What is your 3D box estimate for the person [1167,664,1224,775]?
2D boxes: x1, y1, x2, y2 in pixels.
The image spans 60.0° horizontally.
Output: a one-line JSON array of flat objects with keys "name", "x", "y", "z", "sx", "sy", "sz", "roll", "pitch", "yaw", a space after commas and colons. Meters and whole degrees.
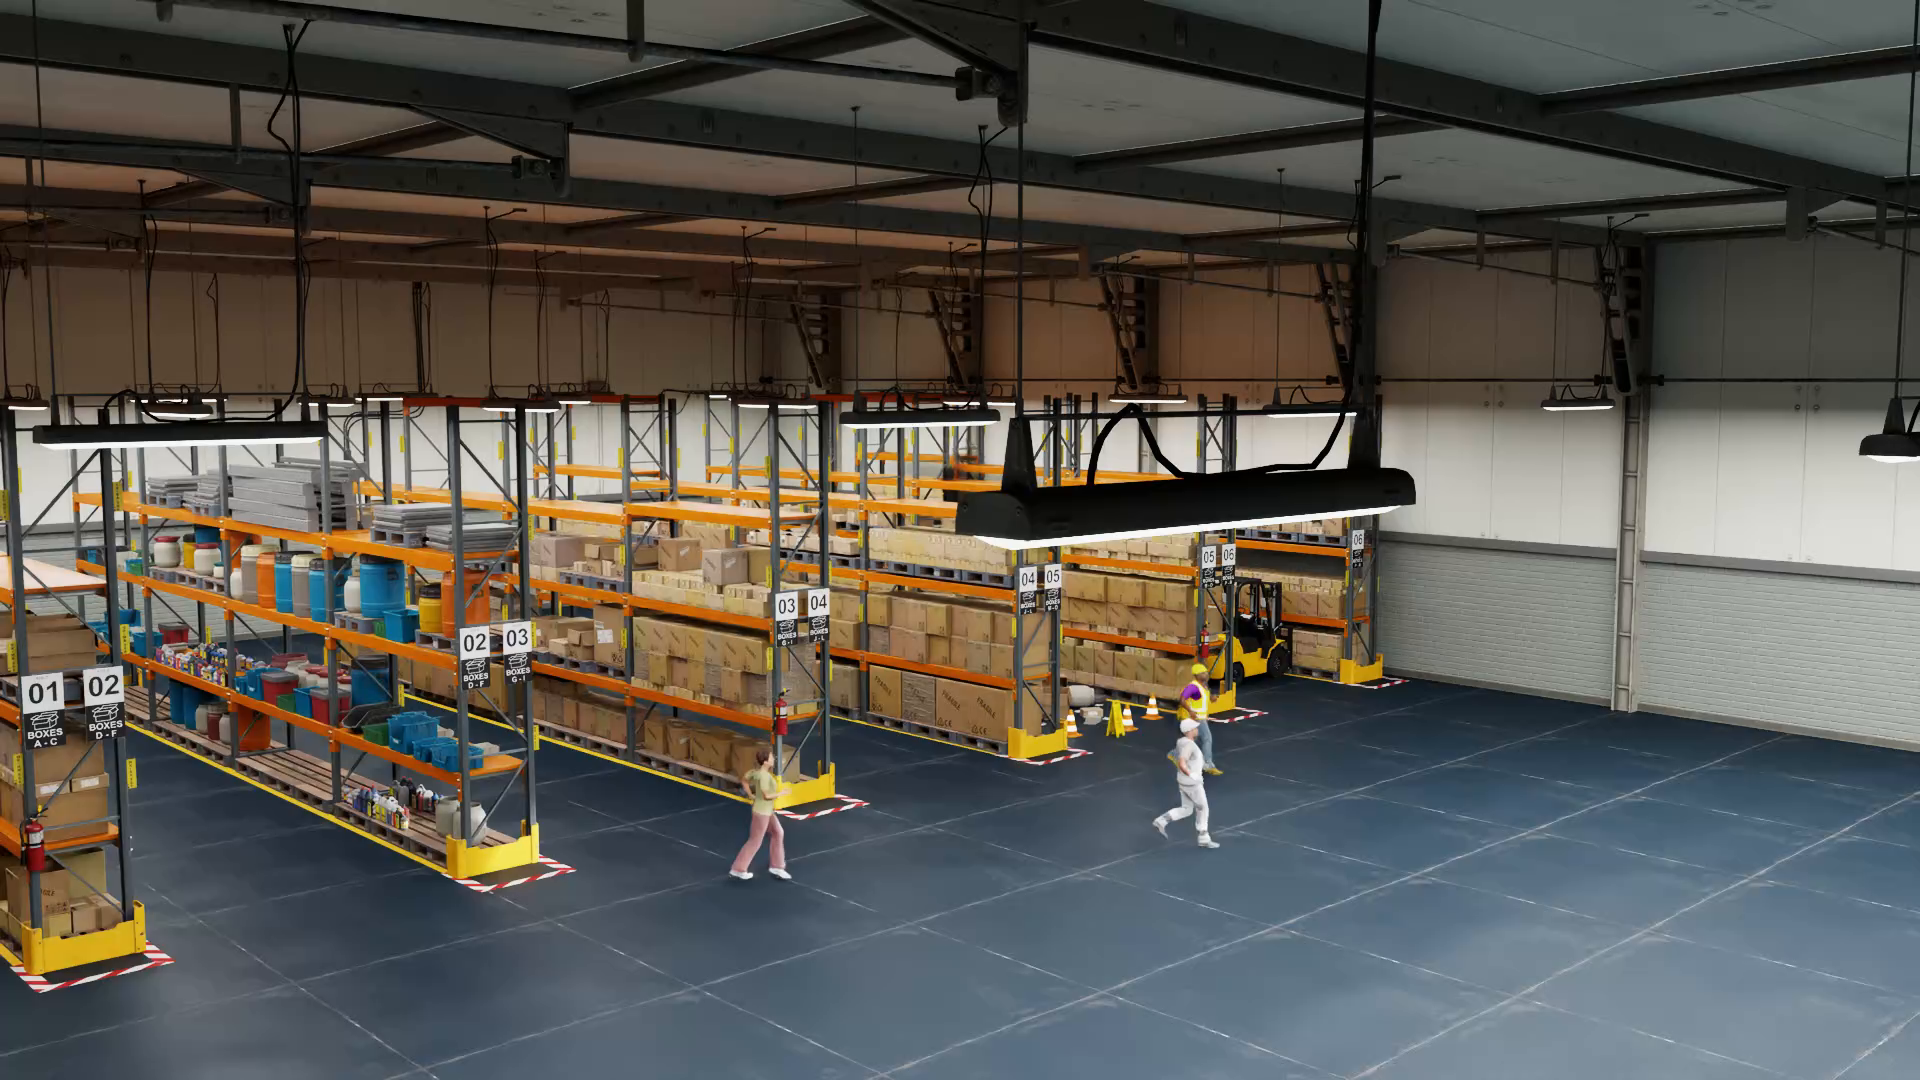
[{"name": "person", "x": 3.790, "y": 2.866, "z": 26.723, "sx": 0.916, "sy": 1.782, "sz": 0.681, "roll": 1, "pitch": 6, "yaw": 10}]

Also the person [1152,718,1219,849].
[{"name": "person", "x": 3.058, "y": 3.287, "z": 22.404, "sx": 0.932, "sy": 1.787, "sz": 0.656, "roll": -1, "pitch": 6, "yaw": -9}]

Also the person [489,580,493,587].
[{"name": "person", "x": -11.095, "y": 1.777, "z": 38.628, "sx": 0.766, "sy": 1.646, "sz": 0.547, "roll": 0, "pitch": 6, "yaw": 3}]

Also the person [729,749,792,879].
[{"name": "person", "x": -2.512, "y": 3.476, "z": 20.926, "sx": 0.804, "sy": 1.713, "sz": 0.524, "roll": -1, "pitch": 6, "yaw": -11}]
